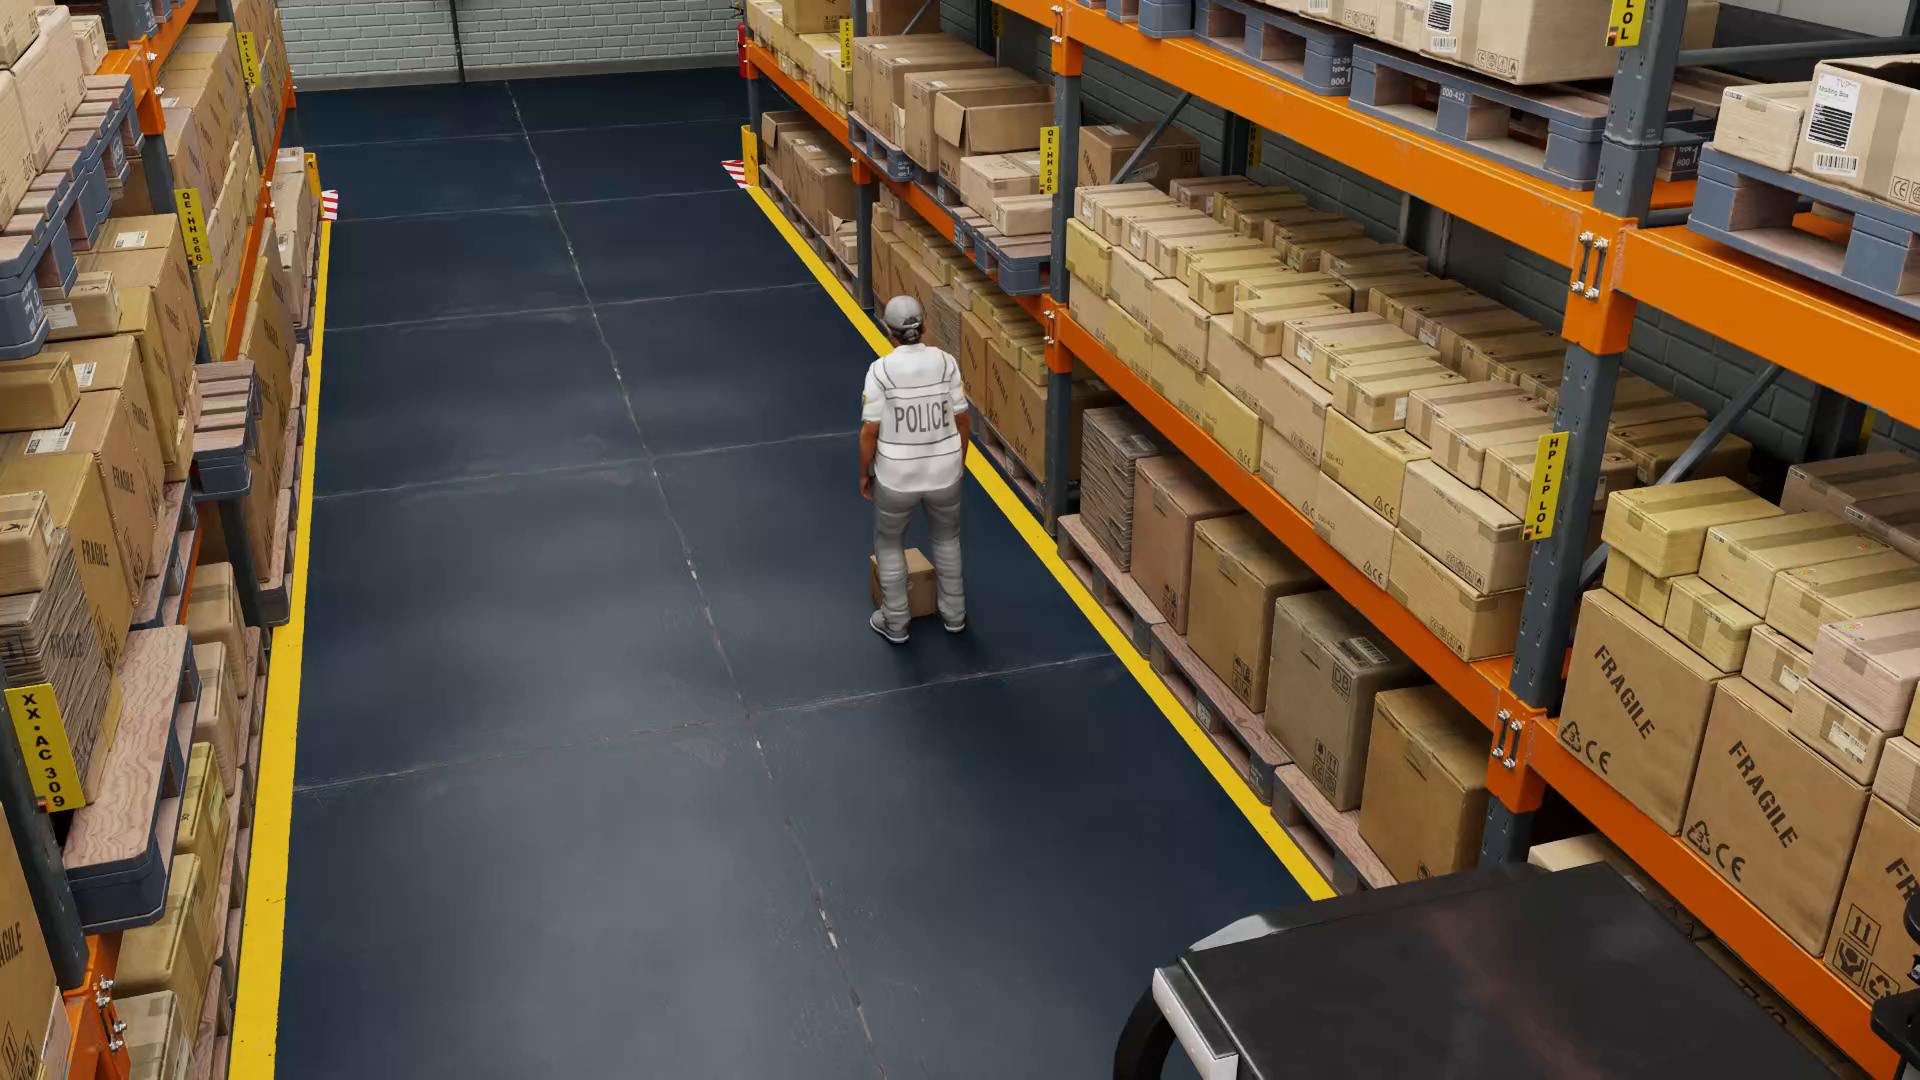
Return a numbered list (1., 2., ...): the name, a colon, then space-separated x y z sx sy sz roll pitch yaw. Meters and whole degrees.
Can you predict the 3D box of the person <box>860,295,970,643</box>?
1. person: -0.209 -0.319 7.747 0.539 1.667 0.465 -8 28 -16
